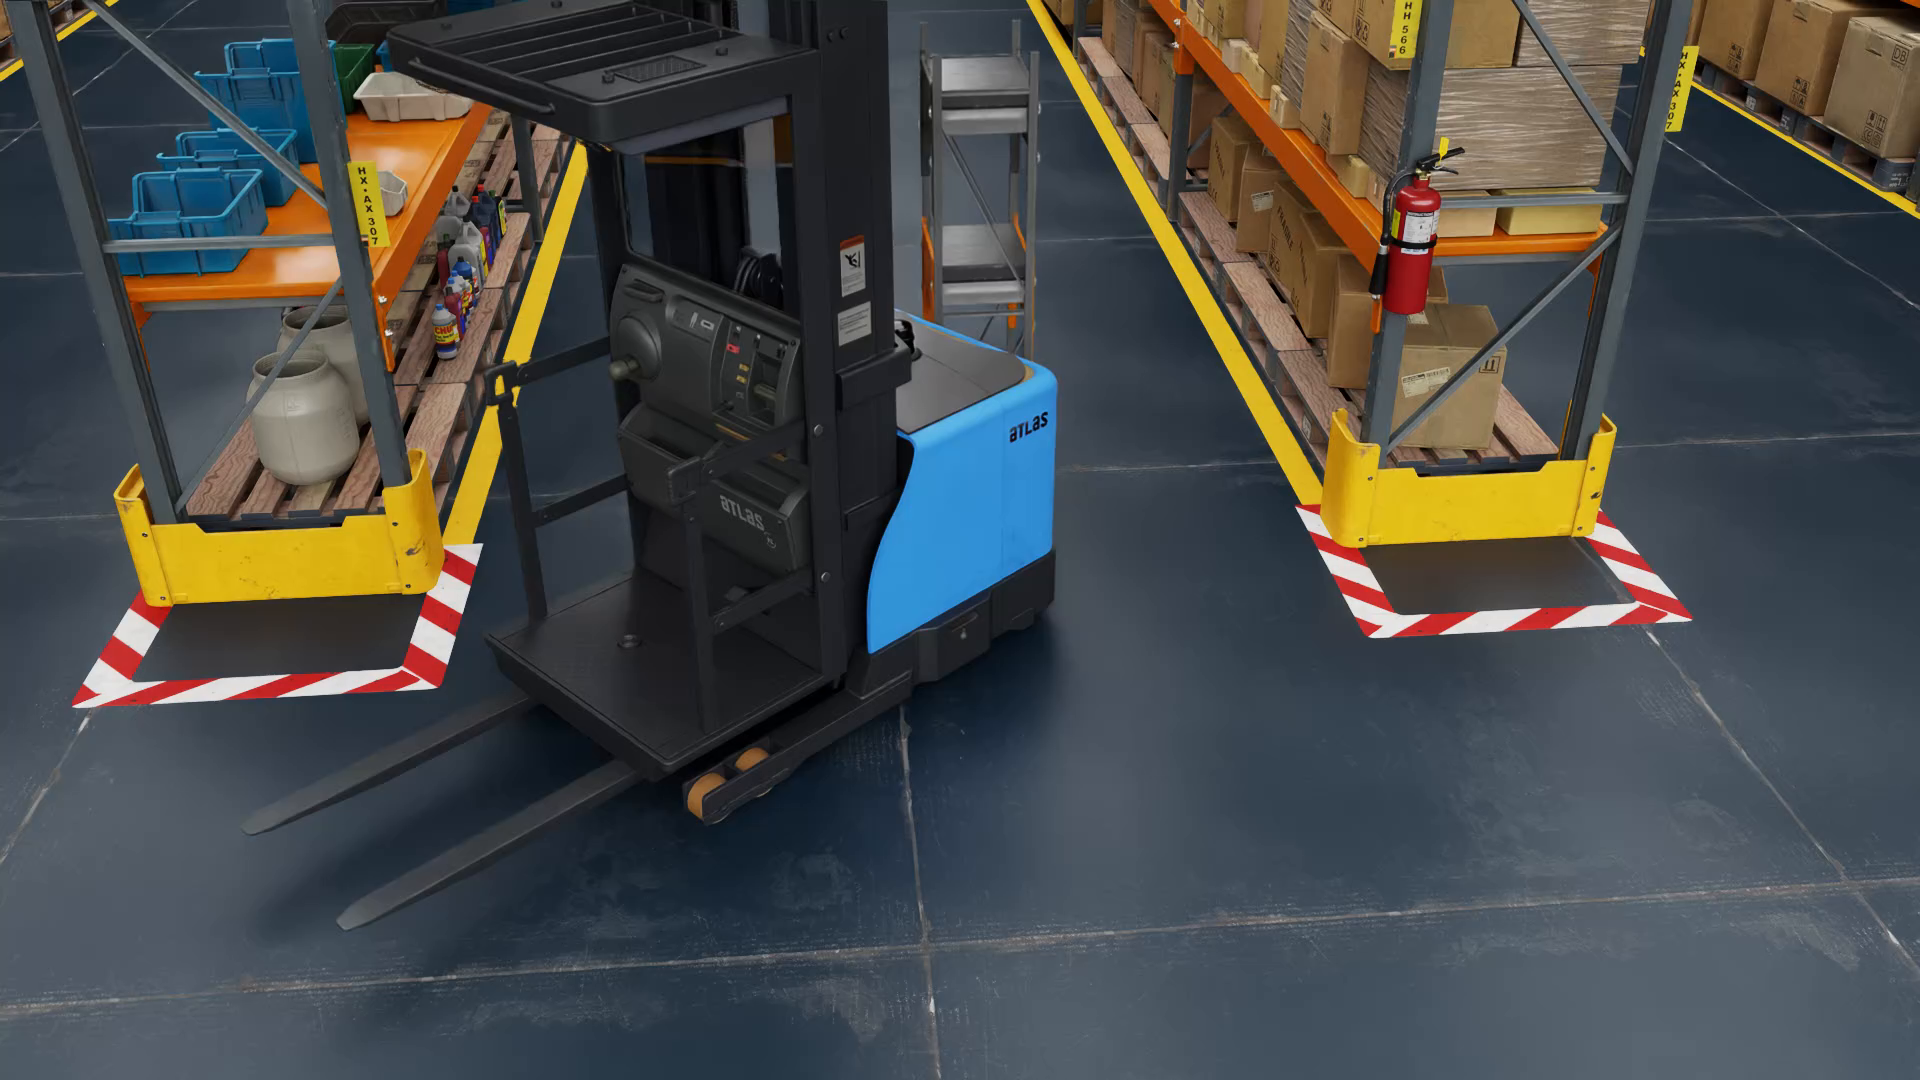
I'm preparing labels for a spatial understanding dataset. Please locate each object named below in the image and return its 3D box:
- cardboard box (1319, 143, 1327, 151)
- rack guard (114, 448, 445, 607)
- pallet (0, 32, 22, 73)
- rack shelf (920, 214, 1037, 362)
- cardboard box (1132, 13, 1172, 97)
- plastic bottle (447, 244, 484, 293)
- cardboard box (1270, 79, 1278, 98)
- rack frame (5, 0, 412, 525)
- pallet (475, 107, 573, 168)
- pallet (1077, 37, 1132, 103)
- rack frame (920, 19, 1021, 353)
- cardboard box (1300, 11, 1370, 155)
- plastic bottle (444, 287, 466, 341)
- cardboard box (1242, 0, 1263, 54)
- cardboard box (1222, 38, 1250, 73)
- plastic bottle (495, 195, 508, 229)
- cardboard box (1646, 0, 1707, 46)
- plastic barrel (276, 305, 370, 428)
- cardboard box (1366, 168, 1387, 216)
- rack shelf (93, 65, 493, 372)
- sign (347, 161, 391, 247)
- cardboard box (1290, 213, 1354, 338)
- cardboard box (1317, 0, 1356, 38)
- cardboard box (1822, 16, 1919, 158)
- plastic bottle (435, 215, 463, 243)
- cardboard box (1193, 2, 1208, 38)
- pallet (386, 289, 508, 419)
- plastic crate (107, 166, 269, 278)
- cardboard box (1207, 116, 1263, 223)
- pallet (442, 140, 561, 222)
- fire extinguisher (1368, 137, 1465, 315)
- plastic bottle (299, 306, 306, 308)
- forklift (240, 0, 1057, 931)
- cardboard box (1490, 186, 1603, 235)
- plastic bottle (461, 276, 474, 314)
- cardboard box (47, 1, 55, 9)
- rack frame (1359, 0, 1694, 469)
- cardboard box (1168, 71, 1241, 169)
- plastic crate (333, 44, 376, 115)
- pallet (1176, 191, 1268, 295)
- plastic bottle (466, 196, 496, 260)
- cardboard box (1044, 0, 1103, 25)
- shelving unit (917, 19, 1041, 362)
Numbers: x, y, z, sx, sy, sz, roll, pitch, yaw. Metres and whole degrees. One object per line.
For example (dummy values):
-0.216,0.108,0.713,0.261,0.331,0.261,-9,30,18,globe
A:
1.888,-1.868,7.696,0.380,0.149,0.250,-3,31,-5,cardboard box
-2.778,-0.055,6.855,1.175,0.500,0.348,-3,31,-5,rack guard
-8.435,-4.126,13.953,1.003,0.211,1.213,-3,31,-5,pallet
0.069,-1.023,6.942,0.431,0.518,0.480,-3,31,-5,rack shelf
1.667,-3.616,12.388,0.700,0.500,0.500,0,31,0,cardboard box
-2.691,-1.492,9.050,0.152,0.276,0.135,-2,31,-4,plastic bottle
1.776,-2.248,8.334,0.380,0.149,0.250,-3,31,-5,cardboard box
-2.724,-1.092,6.152,1.000,3.000,0.127,-3,31,-5,rack frame
-3.327,-2.960,12.000,1.003,0.211,1.213,-3,31,-5,pallet
1.532,-3.817,13.435,1.003,0.211,1.213,-3,31,-5,pallet
0.042,-1.159,7.144,0.400,2.100,0.015,-3,31,-5,rack frame
2.017,-2.031,7.338,0.875,0.500,0.500,-3,31,-5,cardboard box
-2.586,-1.171,8.506,0.061,0.283,0.133,-2,31,-4,plastic bottle
1.973,-2.802,8.628,0.875,0.500,0.500,-3,31,-5,cardboard box
1.631,-2.628,8.969,0.380,0.149,0.250,-3,31,-5,cardboard box
-2.753,-1.951,9.891,0.097,0.201,0.097,0,31,0,plastic bottle
6.375,-4.499,13.641,1.050,0.750,0.750,-3,31,-5,cardboard box
-2.908,-0.792,7.668,0.421,0.512,0.421,0,31,0,plastic barrel
1.953,-1.484,7.055,0.380,0.149,0.250,-3,31,-5,cardboard box
-2.911,-1.804,8.046,1.077,0.370,4.000,-3,31,-5,rack shelf
-2.176,-1.235,6.122,0.100,0.325,0.005,-3,31,-5,sign
2.036,-1.380,8.663,0.500,0.500,0.500,0,31,0,cardboard box
1.858,-2.453,7.069,0.500,0.500,0.500,-3,31,-5,cardboard box
6.634,-3.084,11.273,1.050,0.750,0.750,-3,31,-5,cardboard box
-2.878,-1.721,9.432,0.152,0.276,0.135,-3,31,-5,plastic bottle
1.565,-3.011,9.611,0.380,0.149,0.250,-3,31,-5,cardboard box
-2.959,-0.968,8.664,1.003,0.211,1.213,-3,31,-5,pallet
-3.068,-1.269,6.594,0.499,0.251,0.616,-3,31,-5,plastic crate
1.831,-2.272,10.157,0.500,0.500,0.500,-4,31,-6,cardboard box
-3.210,-2.336,10.955,1.003,0.211,1.213,-3,31,-5,pallet
1.759,-1.215,6.435,0.296,0.674,0.183,-3,31,-5,fire extinguisher
-3.328,-1.158,8.490,0.152,0.276,0.135,-3,31,-4,plastic bottle
-1.003,-0.596,5.389,1.130,2.935,3.031,26,40,37,forklift
2.418,-1.378,6.877,0.380,0.149,0.250,-3,31,-5,cardboard box
-2.634,-1.296,8.795,0.097,0.201,0.097,0,31,0,plastic bottle
-8.258,-4.826,14.413,0.500,0.500,0.500,-3,31,-5,cardboard box
2.208,-1.329,6.550,1.000,3.000,0.127,-3,31,-5,rack frame
1.798,-2.801,11.024,0.700,0.500,0.500,-5,31,-8,cardboard box
-3.252,-2.336,8.443,0.450,0.188,0.662,-3,31,-5,plastic crate
1.932,-1.833,10.113,1.003,0.211,1.213,-3,31,-5,pallet
-2.732,-1.773,9.447,0.144,0.351,0.185,-4,31,-7,plastic bottle
1.416,-5.035,14.416,1.225,0.875,0.875,-4,31,-7,cardboard box
0.069,-1.035,6.935,0.431,2.100,0.503,-3,31,-5,shelving unit
